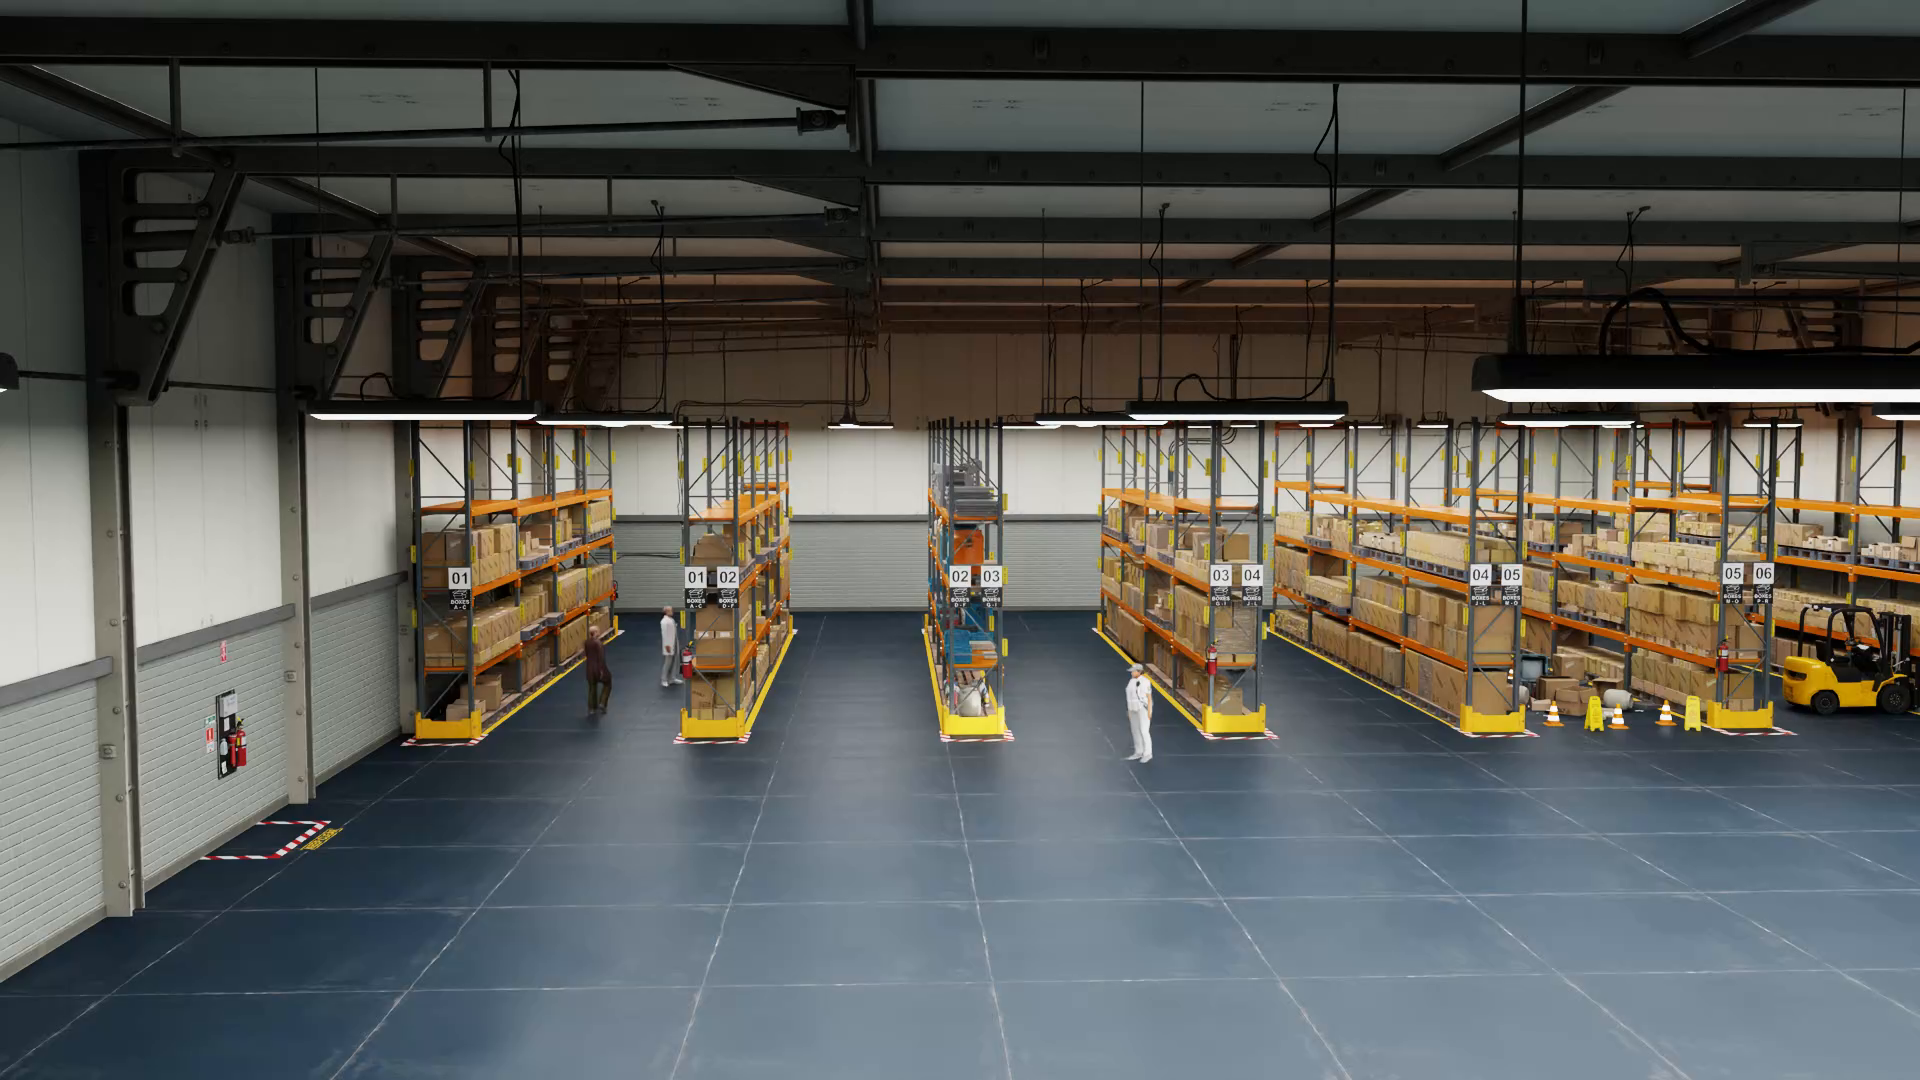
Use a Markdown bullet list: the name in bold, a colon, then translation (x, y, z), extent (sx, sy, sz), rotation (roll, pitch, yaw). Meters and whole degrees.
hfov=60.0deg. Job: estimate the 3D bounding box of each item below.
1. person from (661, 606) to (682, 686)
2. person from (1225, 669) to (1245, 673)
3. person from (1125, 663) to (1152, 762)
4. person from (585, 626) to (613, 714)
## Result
- **person**: translation (-6.540, 2.400, 37.690), extent (0.424, 1.821, 0.664), rotation (1, 4, 18)
- **person**: translation (6.588, 2.279, 39.614), extent (0.486, 1.711, 0.594), rotation (-2, 4, -23)
- **person**: translation (3.135, 3.010, 29.057), extent (0.394, 1.707, 0.563), rotation (-3, 5, -37)
- **person**: translation (-7.338, 2.651, 33.656), extent (0.555, 1.833, 0.532), rotation (1, 4, 18)
